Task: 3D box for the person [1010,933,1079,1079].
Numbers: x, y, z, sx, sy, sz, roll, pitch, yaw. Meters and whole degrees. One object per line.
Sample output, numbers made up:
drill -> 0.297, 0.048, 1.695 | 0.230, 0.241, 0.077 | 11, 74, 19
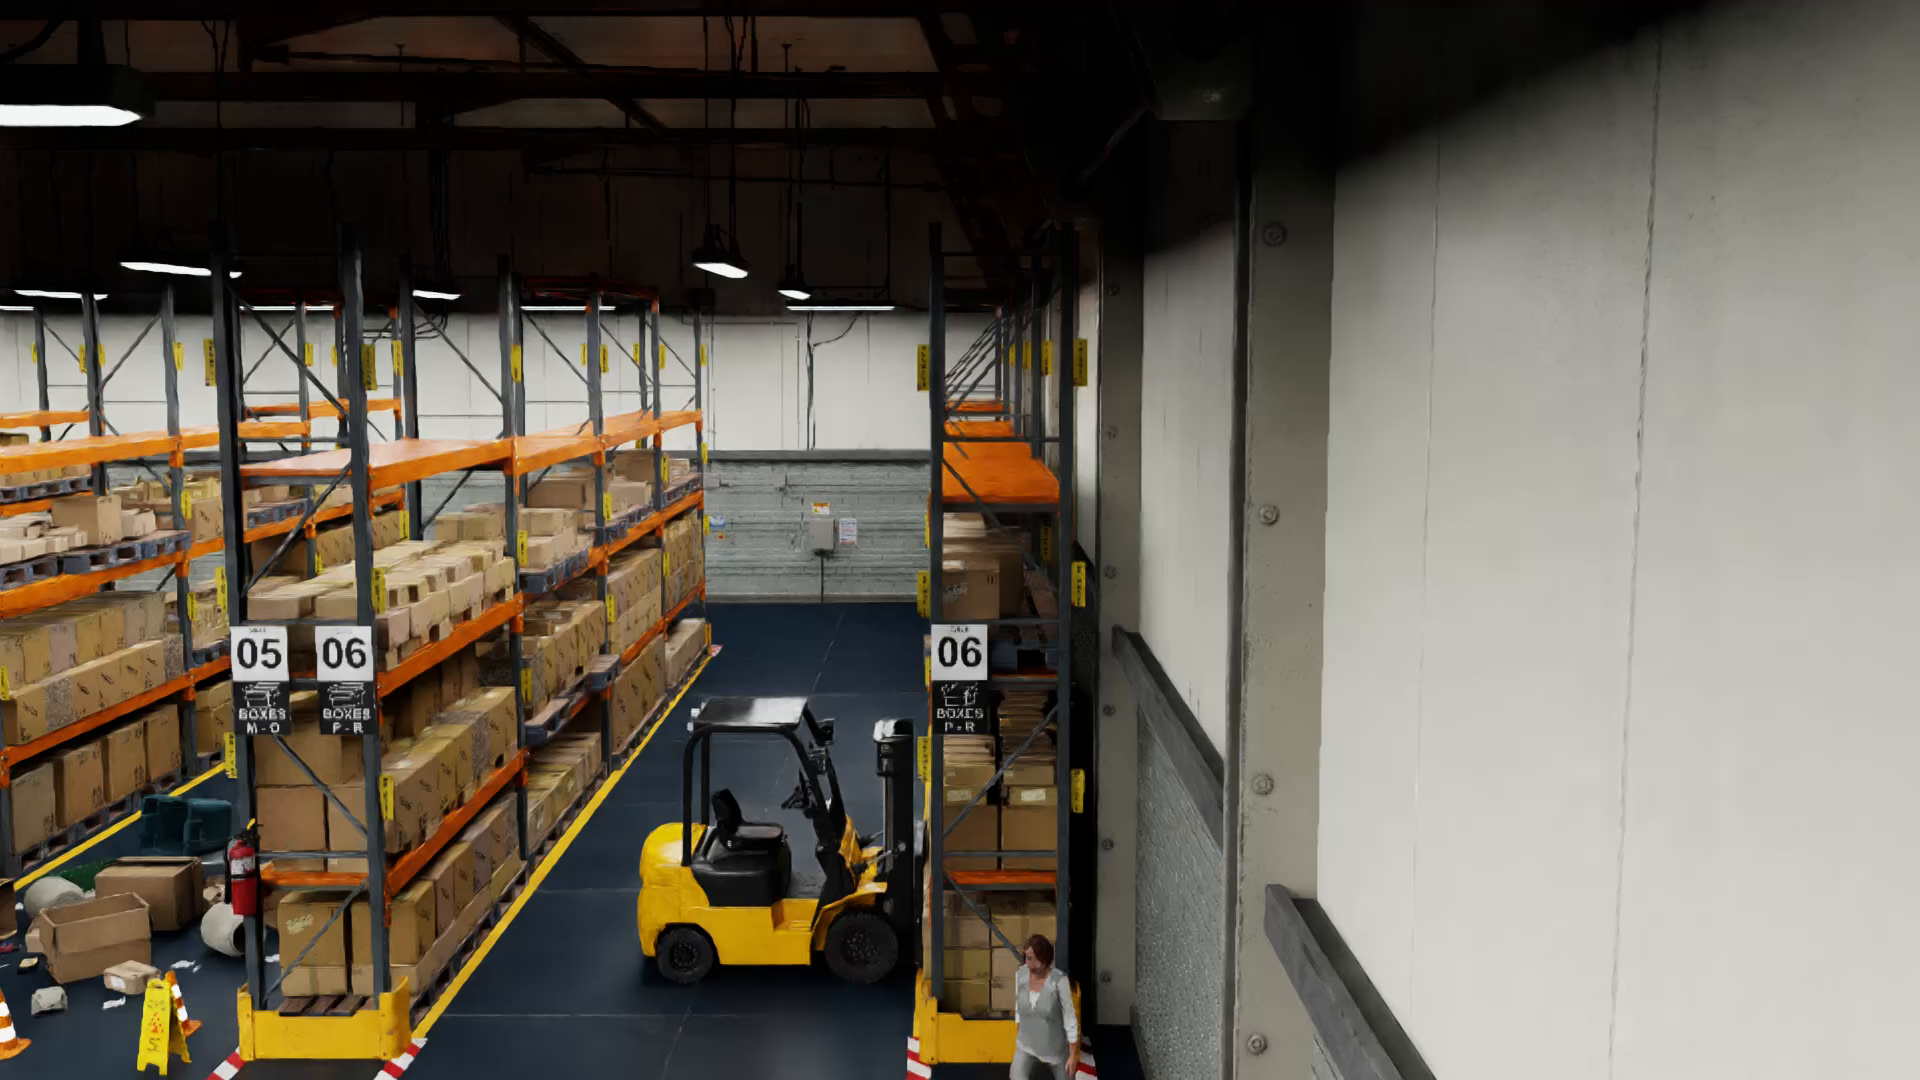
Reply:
person -> 0.558, 3.182, 10.481 | 0.461, 1.531, 0.868 | 3, 7, 22
